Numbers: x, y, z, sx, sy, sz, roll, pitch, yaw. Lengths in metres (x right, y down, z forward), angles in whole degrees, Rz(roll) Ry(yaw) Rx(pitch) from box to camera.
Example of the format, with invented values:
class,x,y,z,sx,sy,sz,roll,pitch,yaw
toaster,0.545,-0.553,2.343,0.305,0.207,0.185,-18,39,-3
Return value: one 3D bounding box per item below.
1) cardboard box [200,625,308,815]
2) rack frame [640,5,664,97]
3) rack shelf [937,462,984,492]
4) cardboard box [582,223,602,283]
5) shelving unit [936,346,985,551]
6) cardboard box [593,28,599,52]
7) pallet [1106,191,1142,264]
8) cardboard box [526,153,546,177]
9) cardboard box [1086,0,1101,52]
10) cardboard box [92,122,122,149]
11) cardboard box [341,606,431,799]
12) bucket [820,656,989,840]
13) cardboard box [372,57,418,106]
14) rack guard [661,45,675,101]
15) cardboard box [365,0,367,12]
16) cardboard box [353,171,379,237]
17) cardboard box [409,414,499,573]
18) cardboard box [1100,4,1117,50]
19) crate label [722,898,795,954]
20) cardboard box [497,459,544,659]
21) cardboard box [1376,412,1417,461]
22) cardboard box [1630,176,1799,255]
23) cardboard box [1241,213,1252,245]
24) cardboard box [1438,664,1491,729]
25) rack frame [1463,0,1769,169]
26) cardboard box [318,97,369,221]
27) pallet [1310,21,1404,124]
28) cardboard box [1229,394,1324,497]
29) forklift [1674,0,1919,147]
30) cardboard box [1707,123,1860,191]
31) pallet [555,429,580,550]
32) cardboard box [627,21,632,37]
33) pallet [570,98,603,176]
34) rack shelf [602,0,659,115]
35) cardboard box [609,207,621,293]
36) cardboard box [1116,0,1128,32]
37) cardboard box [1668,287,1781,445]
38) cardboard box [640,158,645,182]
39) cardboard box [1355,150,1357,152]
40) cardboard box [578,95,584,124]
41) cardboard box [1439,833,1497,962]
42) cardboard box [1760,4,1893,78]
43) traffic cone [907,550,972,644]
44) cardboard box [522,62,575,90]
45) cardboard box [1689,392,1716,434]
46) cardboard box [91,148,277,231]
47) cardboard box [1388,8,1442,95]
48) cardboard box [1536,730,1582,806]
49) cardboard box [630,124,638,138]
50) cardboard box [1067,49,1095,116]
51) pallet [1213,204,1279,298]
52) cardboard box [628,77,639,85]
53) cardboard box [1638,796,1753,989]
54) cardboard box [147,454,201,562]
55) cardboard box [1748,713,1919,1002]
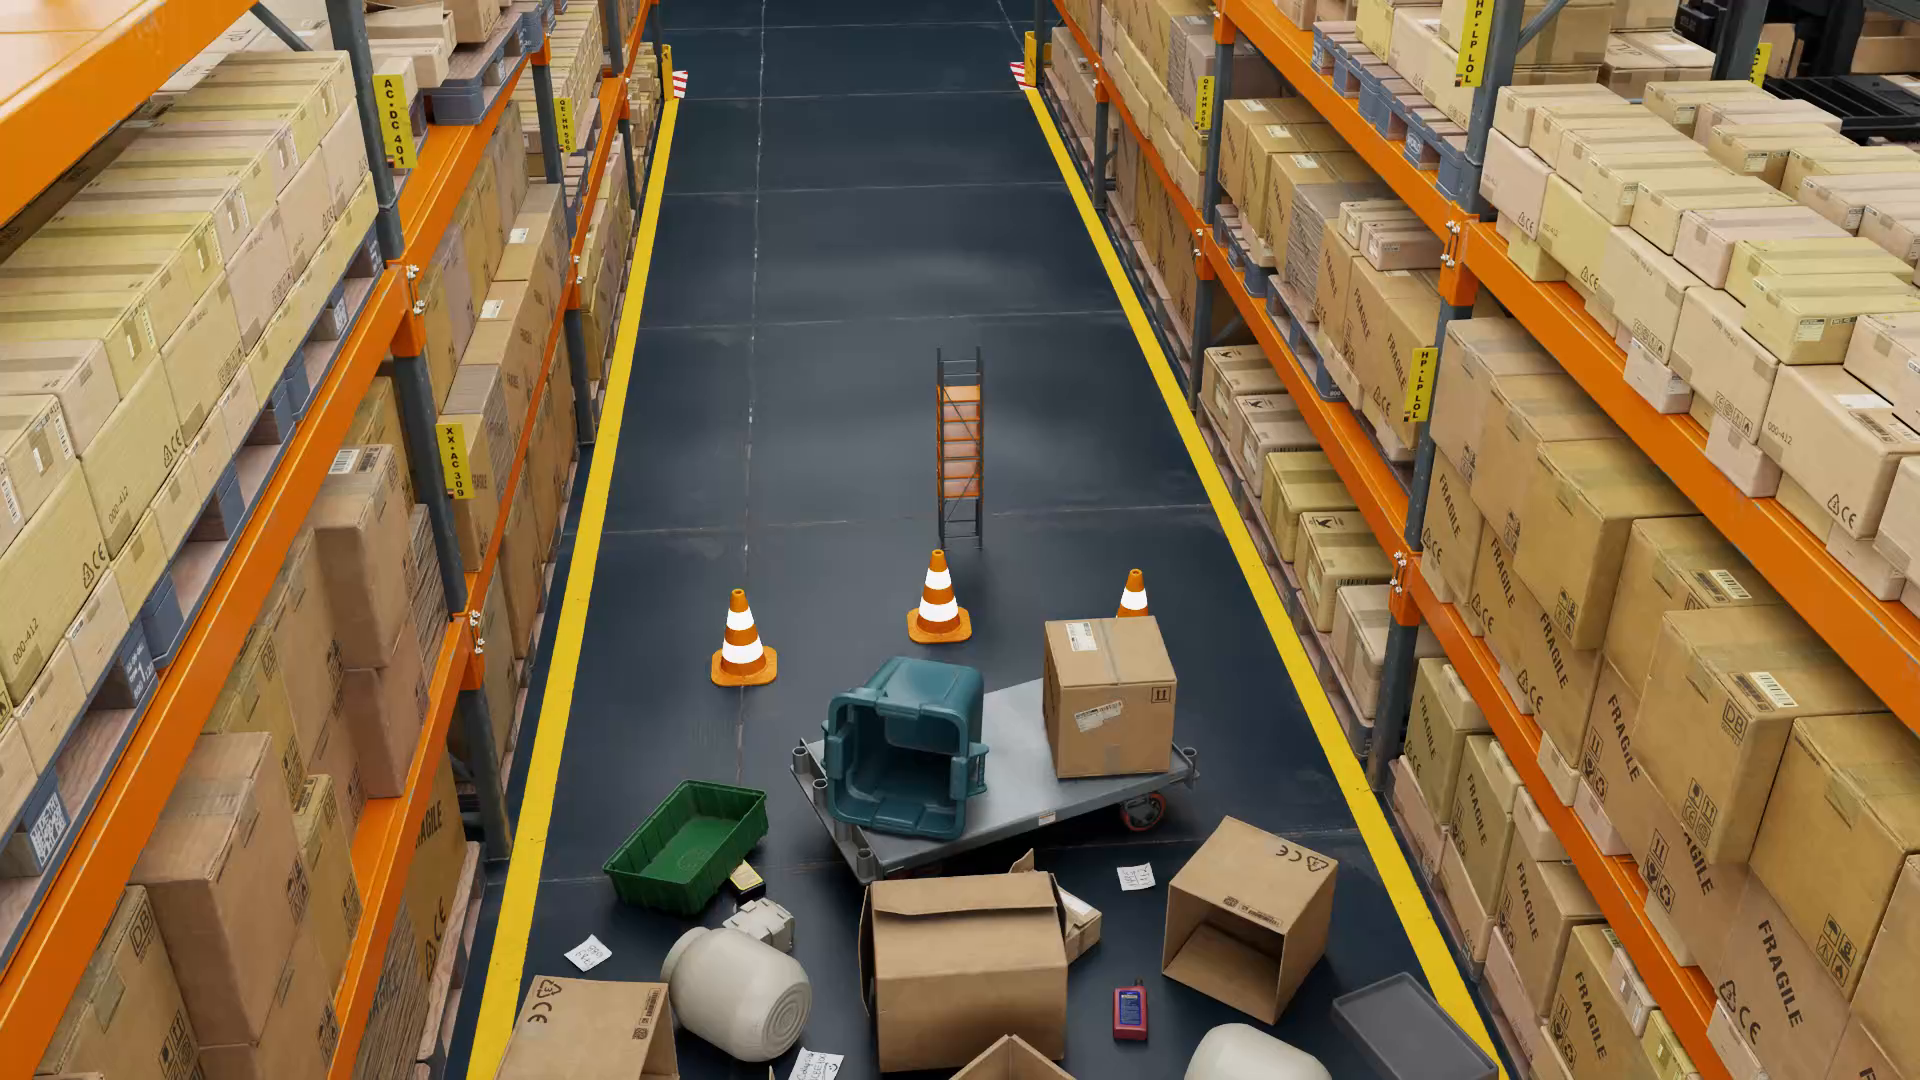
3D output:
class,x,y,z,sx,sy,sz,roll,pitch,yaw
cardboard box,-2.361,0.620,4.588,0.875,0.550,0.500,-3,31,-5
rack frame,-3.620,-5.996,16.864,1.000,3.000,0.127,-3,31,-5
rack shelf,0.001,-0.367,9.515,0.258,0.103,0.180,-3,31,-5
cardboard box,-2.743,-1.964,11.410,0.500,0.250,0.500,-3,31,-5
shelving unit,0.001,-0.508,9.430,0.258,1.200,0.189,-3,31,-5
cardboard box,-2.987,-3.826,12.776,0.380,0.149,0.250,-3,31,-4
pallet,1.820,-2.655,13.990,1.003,0.211,1.213,-3,31,-5
cardboard box,-2.718,-2.368,10.336,0.380,0.149,0.250,-1,31,-2
cardboard box,1.375,-4.510,14.279,0.500,0.500,0.500,-2,31,-4
cardboard box,-2.778,-1.283,5.008,0.380,0.149,0.250,-3,31,-5
cardboard box,-2.379,0.533,5.786,0.875,0.550,0.550,-3,31,-5
bucket,-0.191,0.842,7.126,0.726,0.611,0.620,8,22,13
cardboard box,-2.349,-1.814,6.676,0.250,0.149,0.380,-3,31,-5
rack guard,-3.613,-4.884,17.440,1.175,0.500,0.348,-3,31,-5
cardboard box,-2.929,-2.487,7.643,0.500,0.311,0.500,-3,31,-5
cardboard box,-2.146,-1.102,5.483,0.380,0.149,0.250,-3,31,-5
cardboard box,-2.280,-0.194,7.053,0.500,0.500,0.500,-2,31,-4
cardboard box,1.433,-4.155,13.440,0.500,0.250,0.500,-4,31,-6
crate label,-0.841,1.624,6.898,0.250,0.136,0.298,27,40,37
cardboard box,-2.733,0.110,8.425,1.050,0.750,0.750,-3,31,-5
cardboard box,2.097,-0.480,7.465,0.380,0.149,0.250,-2,31,-4
cardboard box,2.265,-0.978,5.005,0.380,0.149,0.250,-4,31,-6
cardboard box,1.864,-1.810,9.692,0.380,0.149,0.250,-5,31,-8
cardboard box,2.158,0.622,6.692,0.380,0.149,0.250,-2,31,-4
rack frame,2.420,-2.734,5.552,1.000,3.000,0.127,-3,31,-5
cardboard box,-2.197,-1.205,5.267,0.500,0.250,0.500,-3,31,-5
pallet,2.368,-2.215,7.792,1.213,0.211,1.003,-3,31,-5
cardboard box,2.166,-0.588,9.962,0.950,0.372,0.625,-3,31,-6
forklift,4.558,-1.519,9.436,1.130,2.935,3.031,-3,31,-4
cardboard box,2.703,-1.263,5.482,0.380,0.149,0.250,-2,31,-3
pallet,-2.874,-0.309,10.061,1.003,0.211,1.213,-3,31,-5
cardboard box,-3.100,-4.540,14.670,0.380,0.149,0.250,-2,31,-4
pallet,-3.098,-2.838,11.764,1.003,0.211,1.213,-3,31,-5
rack shelf,-3.433,-4.666,15.339,1.077,0.370,4.000,-3,31,-5
cardboard box,-2.835,-2.172,12.489,0.500,0.500,0.500,-3,31,-6
cardboard box,1.503,-4.218,12.815,0.500,0.500,0.500,-3,31,-5
cardboard box,2.329,-0.495,4.585,0.500,0.250,0.500,-2,31,-4
cardboard box,-2.985,-3.248,14.633,0.380,0.149,0.250,-2,31,-3
cardboard box,2.425,-2.069,9.493,0.500,0.500,0.500,-3,31,-5
cardboard box,-2.862,-3.032,11.737,0.380,0.149,0.250,-4,31,-6
cardboard box,2.267,1.428,6.707,0.500,0.250,0.500,-1,31,-2
cardboard box,6.558,-3.783,12.652,0.700,0.500,0.500,-3,31,-5
traffic cone,-0.112,0.264,8.857,0.336,0.463,0.334,-3,31,-5
cardboard box,-2.847,-3.156,11.364,0.380,0.149,0.250,-2,31,-3
cardboard box,2.348,-0.379,4.779,0.380,0.149,0.250,-3,31,-4
cardboard box,-2.052,-0.927,4.412,0.380,0.149,0.250,-3,31,-4
cardboard box,2.179,-2.112,7.173,0.500,0.250,0.500,-2,31,-4
cardboard box,2.240,0.779,5.766,0.380,0.149,0.250,-3,31,-4
cardboard box,-3.158,-3.766,15.210,0.380,0.149,0.250,-1,31,-2
cardboard box,1.554,-4.566,16.559,0.875,0.438,0.875,-2,31,-3
pallet,2.219,-1.760,9.958,1.213,0.211,1.003,-3,31,-5
cardboard box,-3.245,-4.283,15.787,0.380,0.149,0.250,-4,31,-6
cardboard box,2.383,0.938,4.868,0.500,0.500,0.500,-3,31,-5
cardboard box,-1.956,-0.065,3.748,0.380,0.149,0.250,-3,31,-5
cardboard box,2.489,0.775,4.166,0.700,0.500,0.500,-2,31,-4
